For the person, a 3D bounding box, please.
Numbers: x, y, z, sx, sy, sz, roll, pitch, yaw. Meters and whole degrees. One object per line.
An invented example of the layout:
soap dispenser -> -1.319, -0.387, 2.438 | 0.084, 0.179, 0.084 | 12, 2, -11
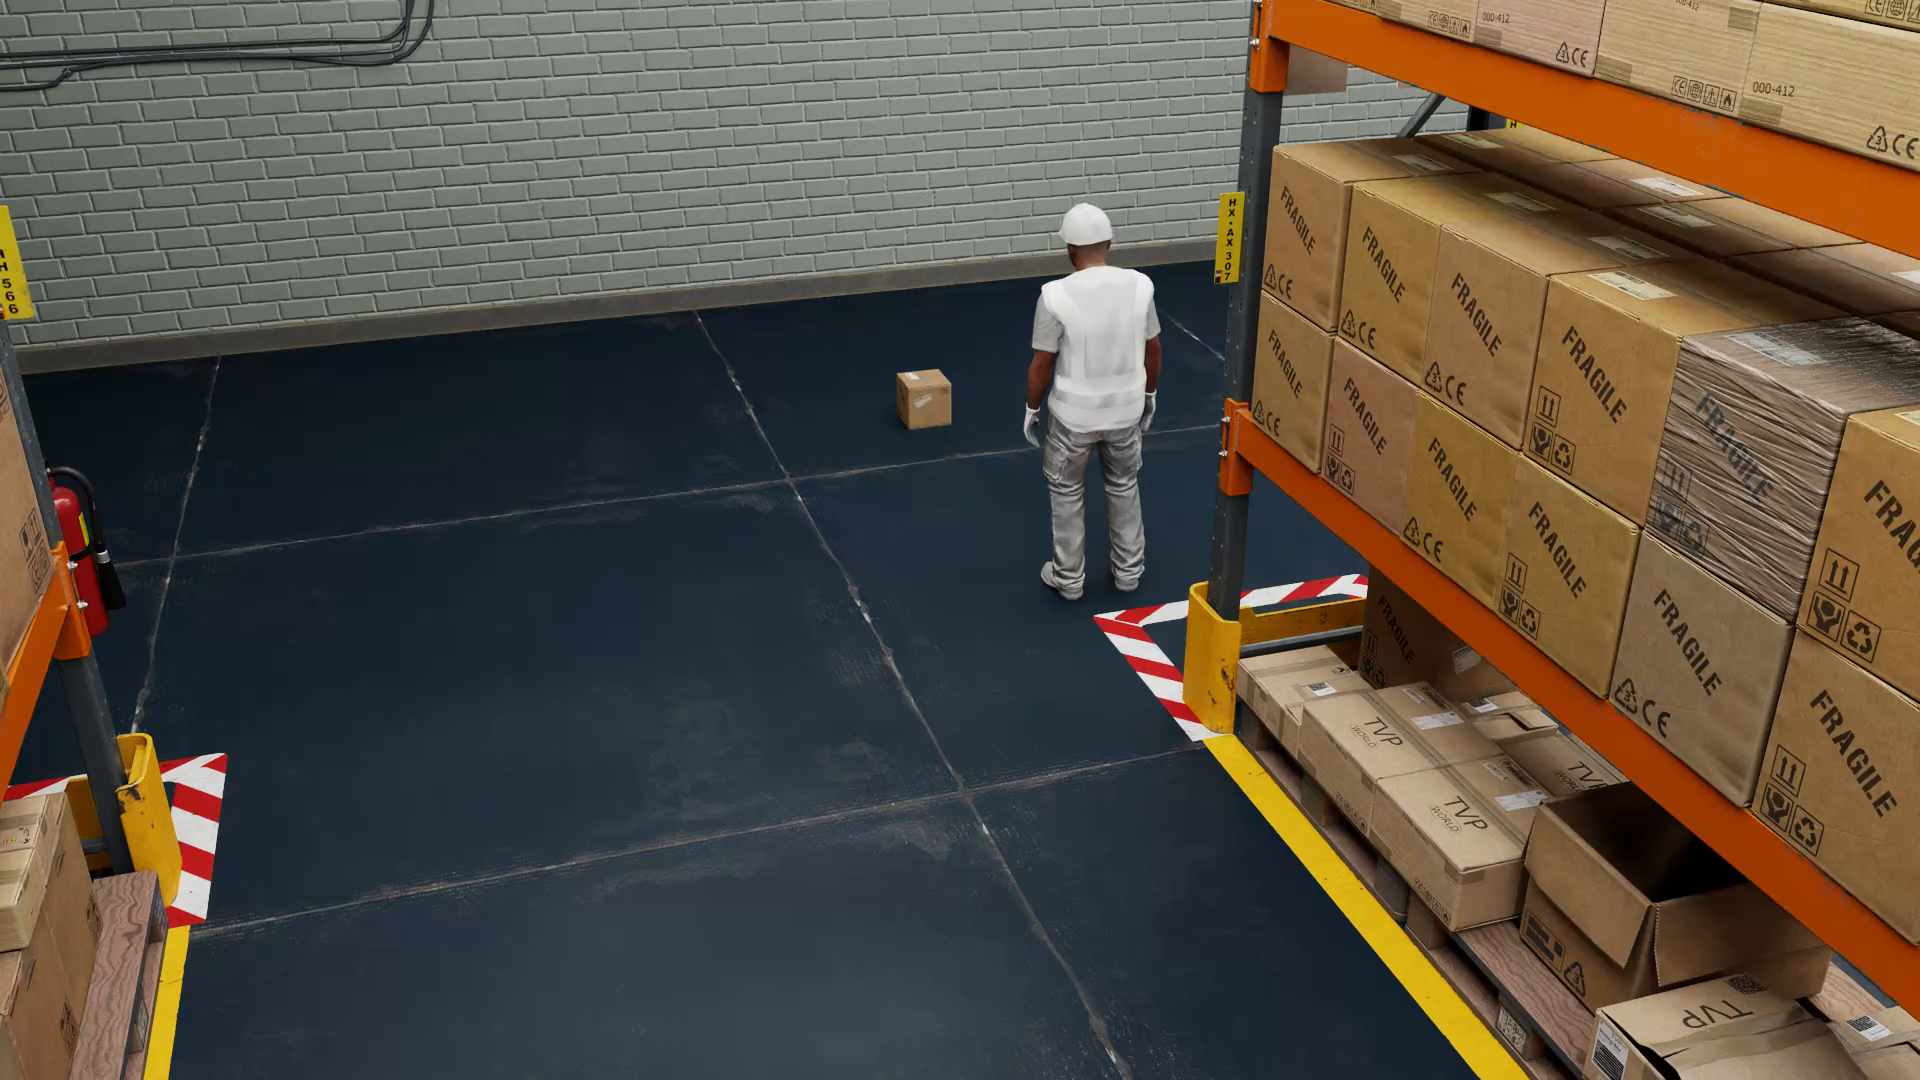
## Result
person -> 0.576, -0.583, 7.292 | 0.625, 1.773, 0.451 | -8, 27, -15
